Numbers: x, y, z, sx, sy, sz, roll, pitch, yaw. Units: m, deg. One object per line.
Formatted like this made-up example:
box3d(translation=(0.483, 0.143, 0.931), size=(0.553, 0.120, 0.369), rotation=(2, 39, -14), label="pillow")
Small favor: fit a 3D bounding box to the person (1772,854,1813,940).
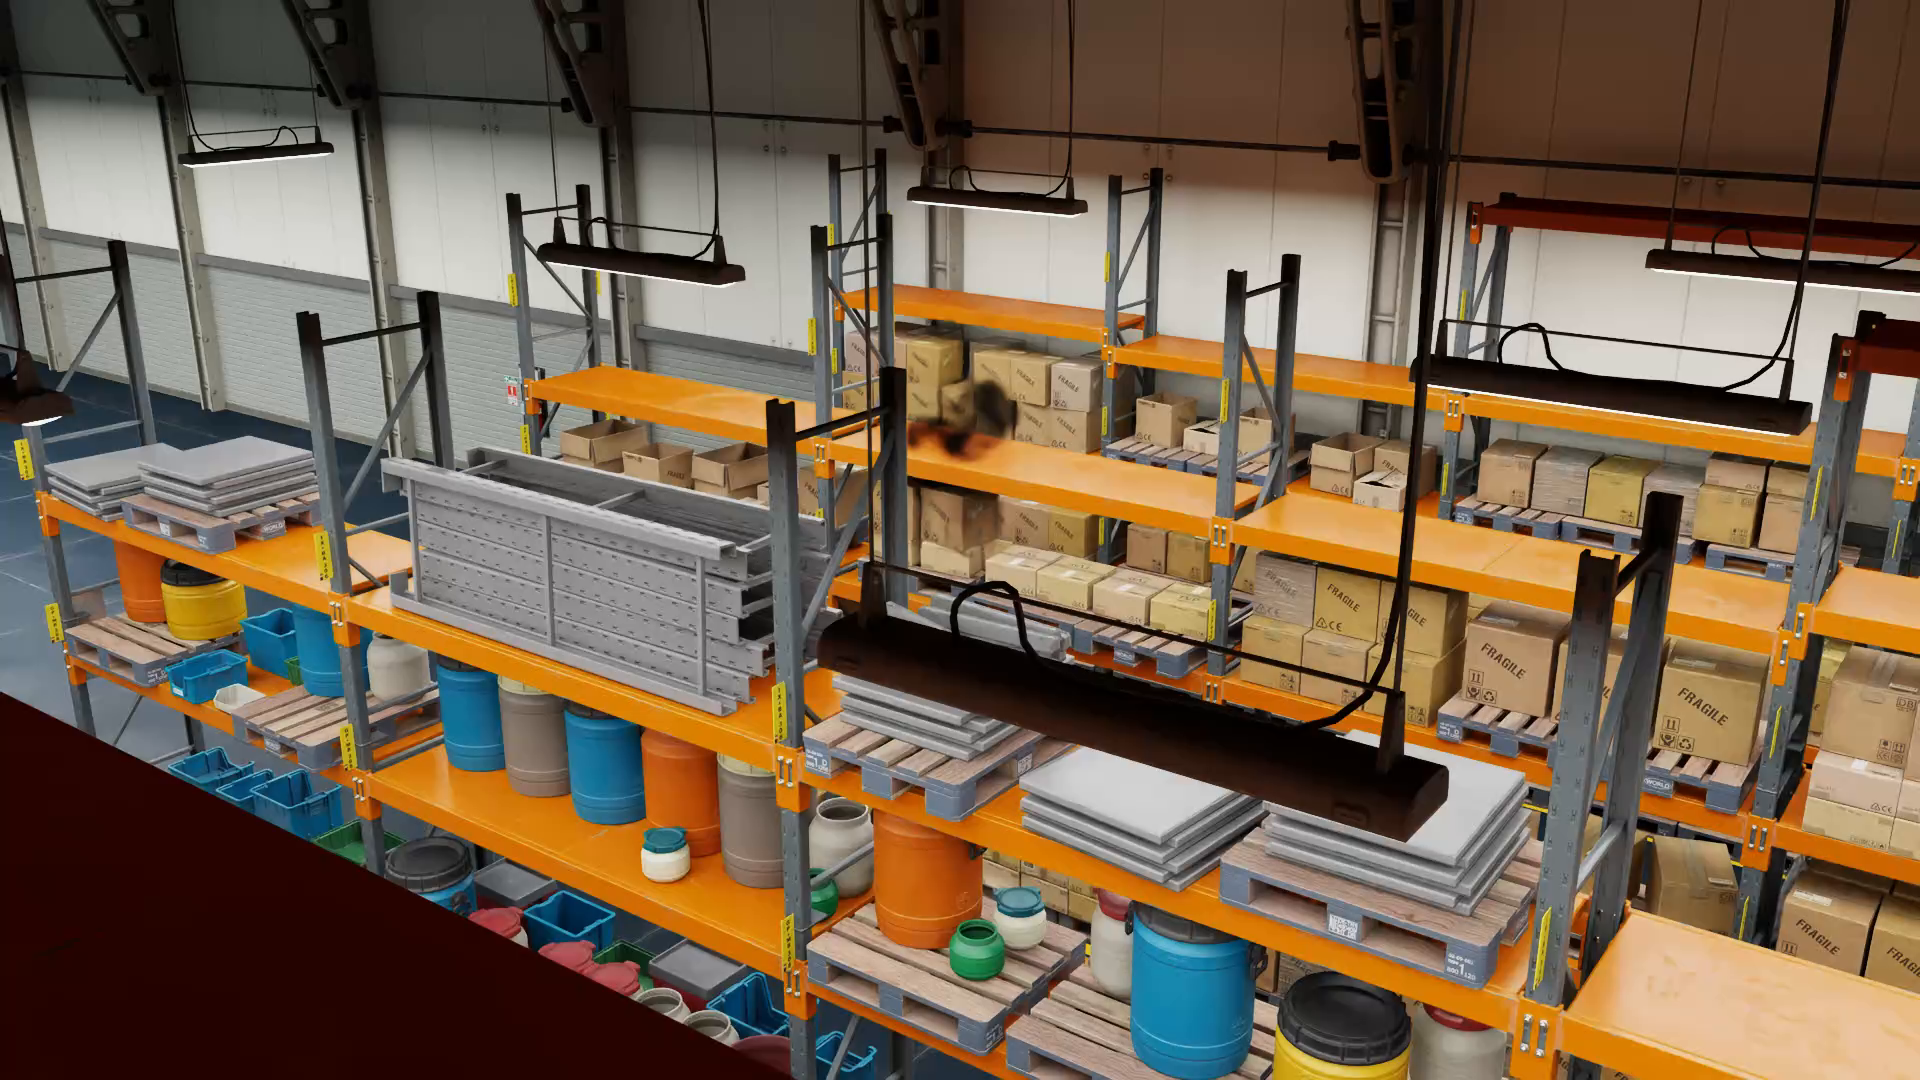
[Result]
box3d(translation=(7.291, 2.760, 14.125), size=(0.943, 1.678, 0.608), rotation=(11, 21, 30), label="person")
